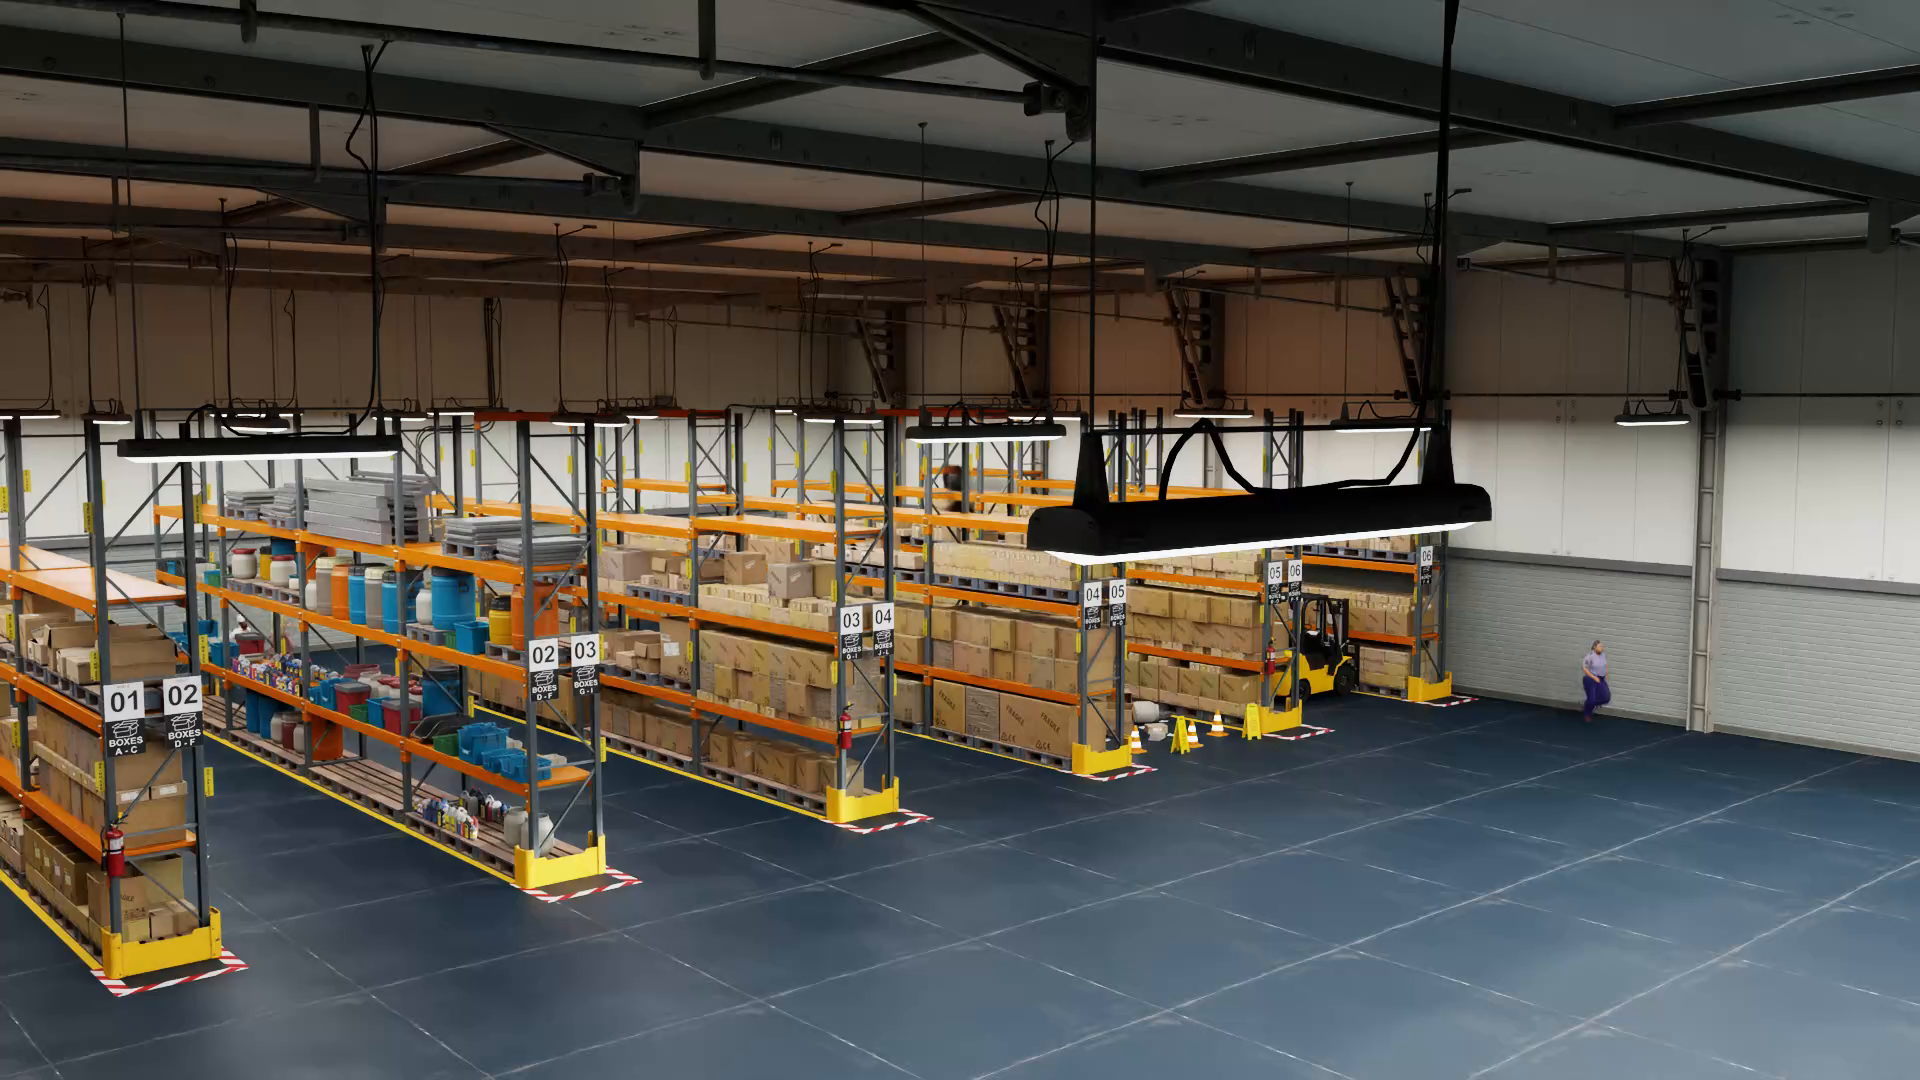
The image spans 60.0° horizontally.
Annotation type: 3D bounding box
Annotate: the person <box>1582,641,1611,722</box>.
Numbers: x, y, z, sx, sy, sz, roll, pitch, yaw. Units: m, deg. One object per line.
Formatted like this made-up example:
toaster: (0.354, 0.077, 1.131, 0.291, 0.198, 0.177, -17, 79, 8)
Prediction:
person: (12.273, 2.723, 32.096, 0.669, 1.602, 0.522, -2, 6, -26)

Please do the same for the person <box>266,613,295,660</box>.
person: (-15.495, 2.175, 37.862, 0.758, 1.695, 0.583, 0, 5, -2)

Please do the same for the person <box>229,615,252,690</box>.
person: (-15.040, 2.400, 34.927, 0.986, 1.708, 0.758, 0, 5, 4)
